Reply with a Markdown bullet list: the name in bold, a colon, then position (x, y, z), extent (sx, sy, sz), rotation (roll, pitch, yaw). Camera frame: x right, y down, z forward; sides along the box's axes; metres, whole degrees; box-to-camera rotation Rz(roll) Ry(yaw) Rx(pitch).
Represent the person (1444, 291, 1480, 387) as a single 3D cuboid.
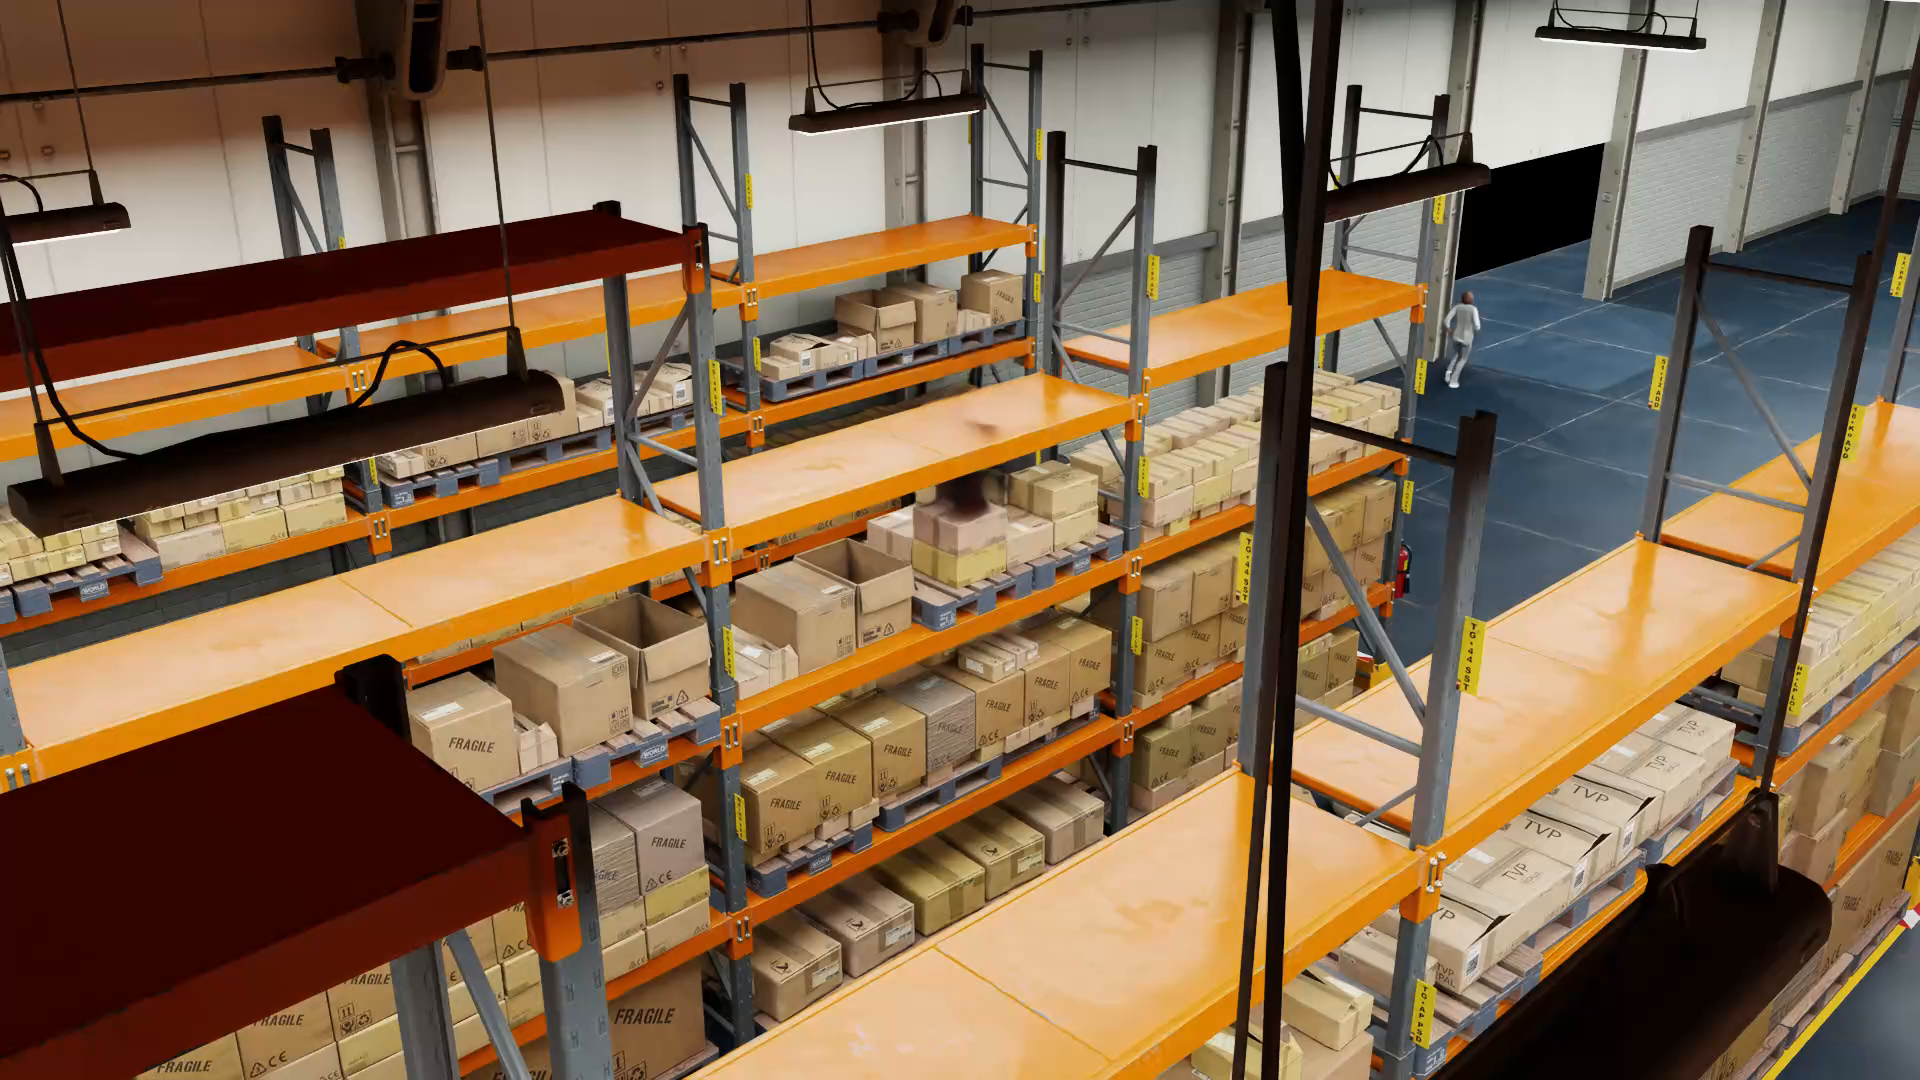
- **person**: position (8.055, -3.226, 26.608), extent (0.538, 1.564, 0.536), rotation (18, 28, 36)
